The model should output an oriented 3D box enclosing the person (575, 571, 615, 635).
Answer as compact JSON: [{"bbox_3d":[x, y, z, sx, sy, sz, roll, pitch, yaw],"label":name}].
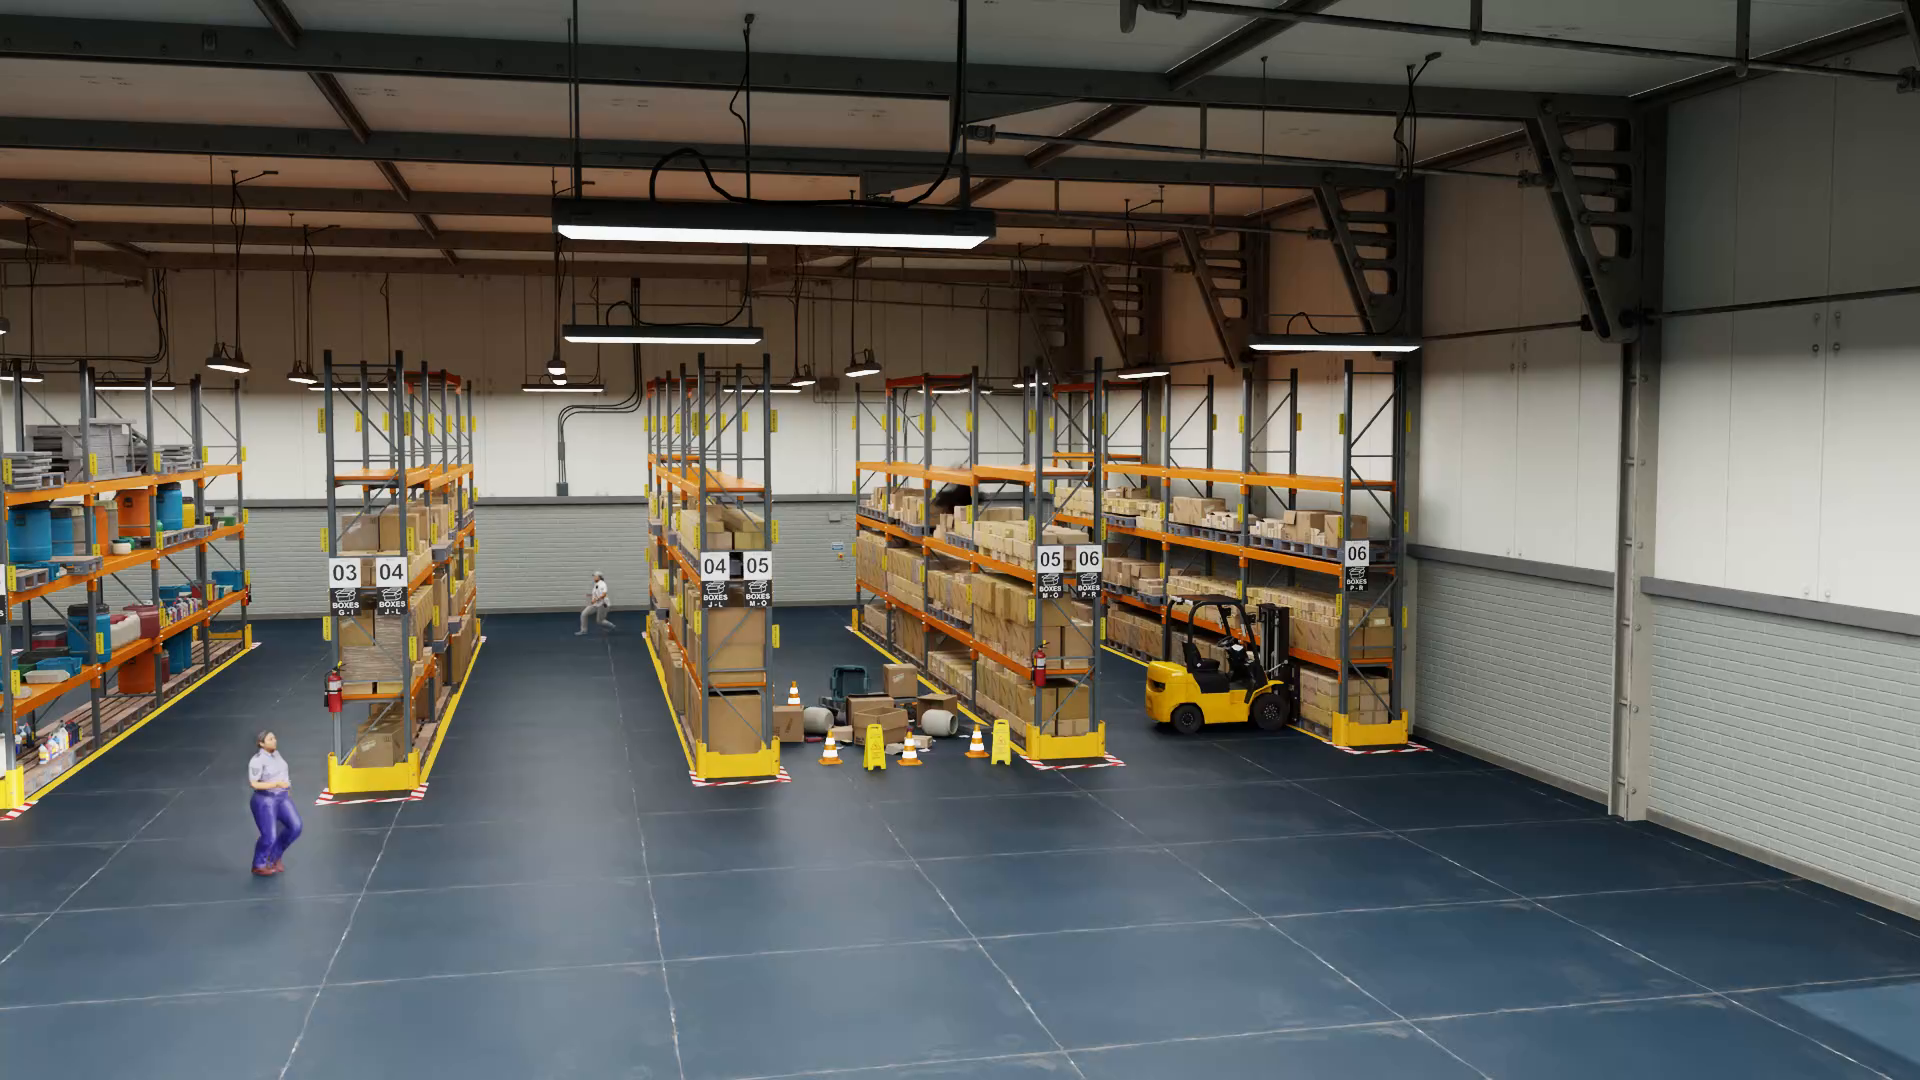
[{"bbox_3d":[-8.600,1.496,39.400,0.696,1.504,0.845,4,5,43],"label":"person"}]

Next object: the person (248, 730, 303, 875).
[{"bbox_3d":[-7.576,2.913,18.405,0.597,1.632,0.589,1,4,18],"label":"person"}]
